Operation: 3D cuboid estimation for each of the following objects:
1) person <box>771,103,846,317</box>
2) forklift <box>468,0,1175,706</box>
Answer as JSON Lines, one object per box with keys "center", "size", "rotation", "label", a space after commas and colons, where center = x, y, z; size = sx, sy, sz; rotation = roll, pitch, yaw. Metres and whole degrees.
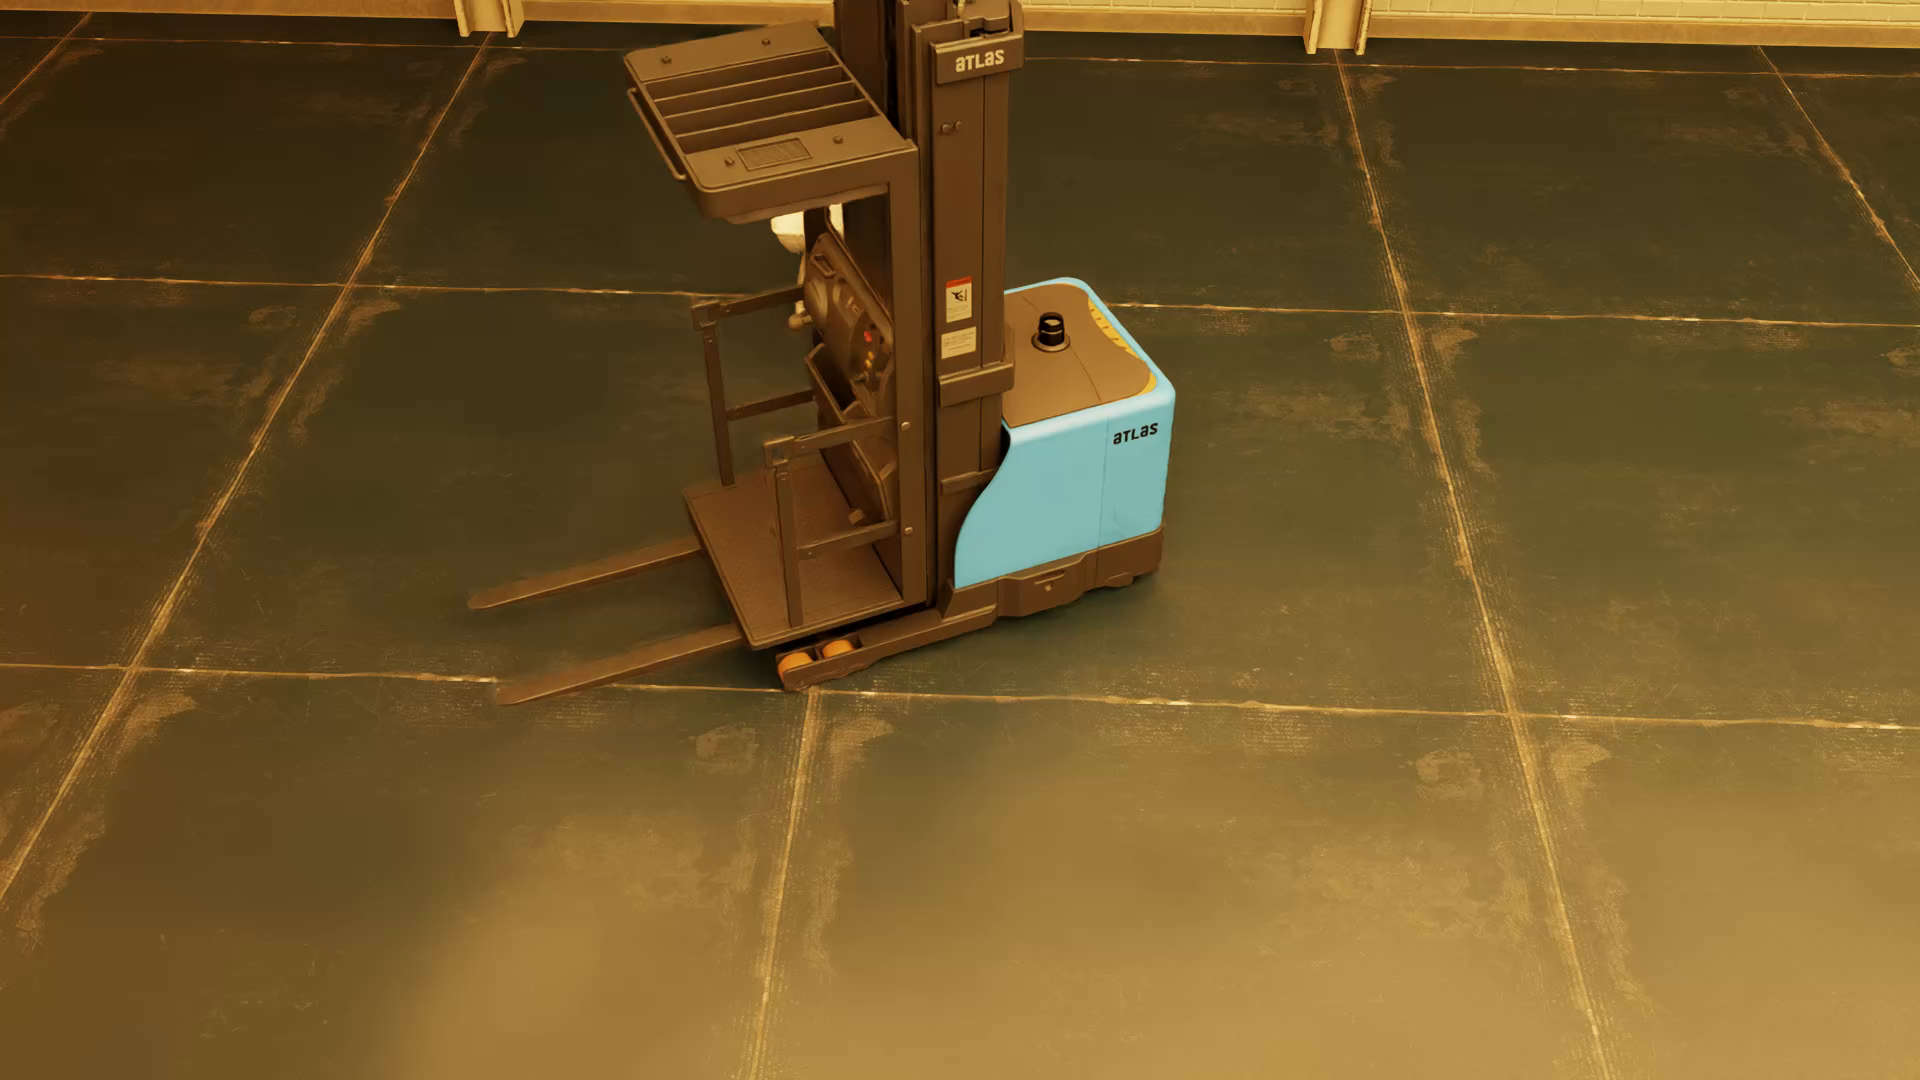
{"center": [-0.606, -1.909, 8.904], "size": [0.755, 1.490, 0.998], "rotation": [18, 45, 18], "label": "person"}
{"center": [-0.636, -0.839, 6.661], "size": [3.031, 2.935, 1.130], "rotation": [-16, 45, -17], "label": "forklift"}
